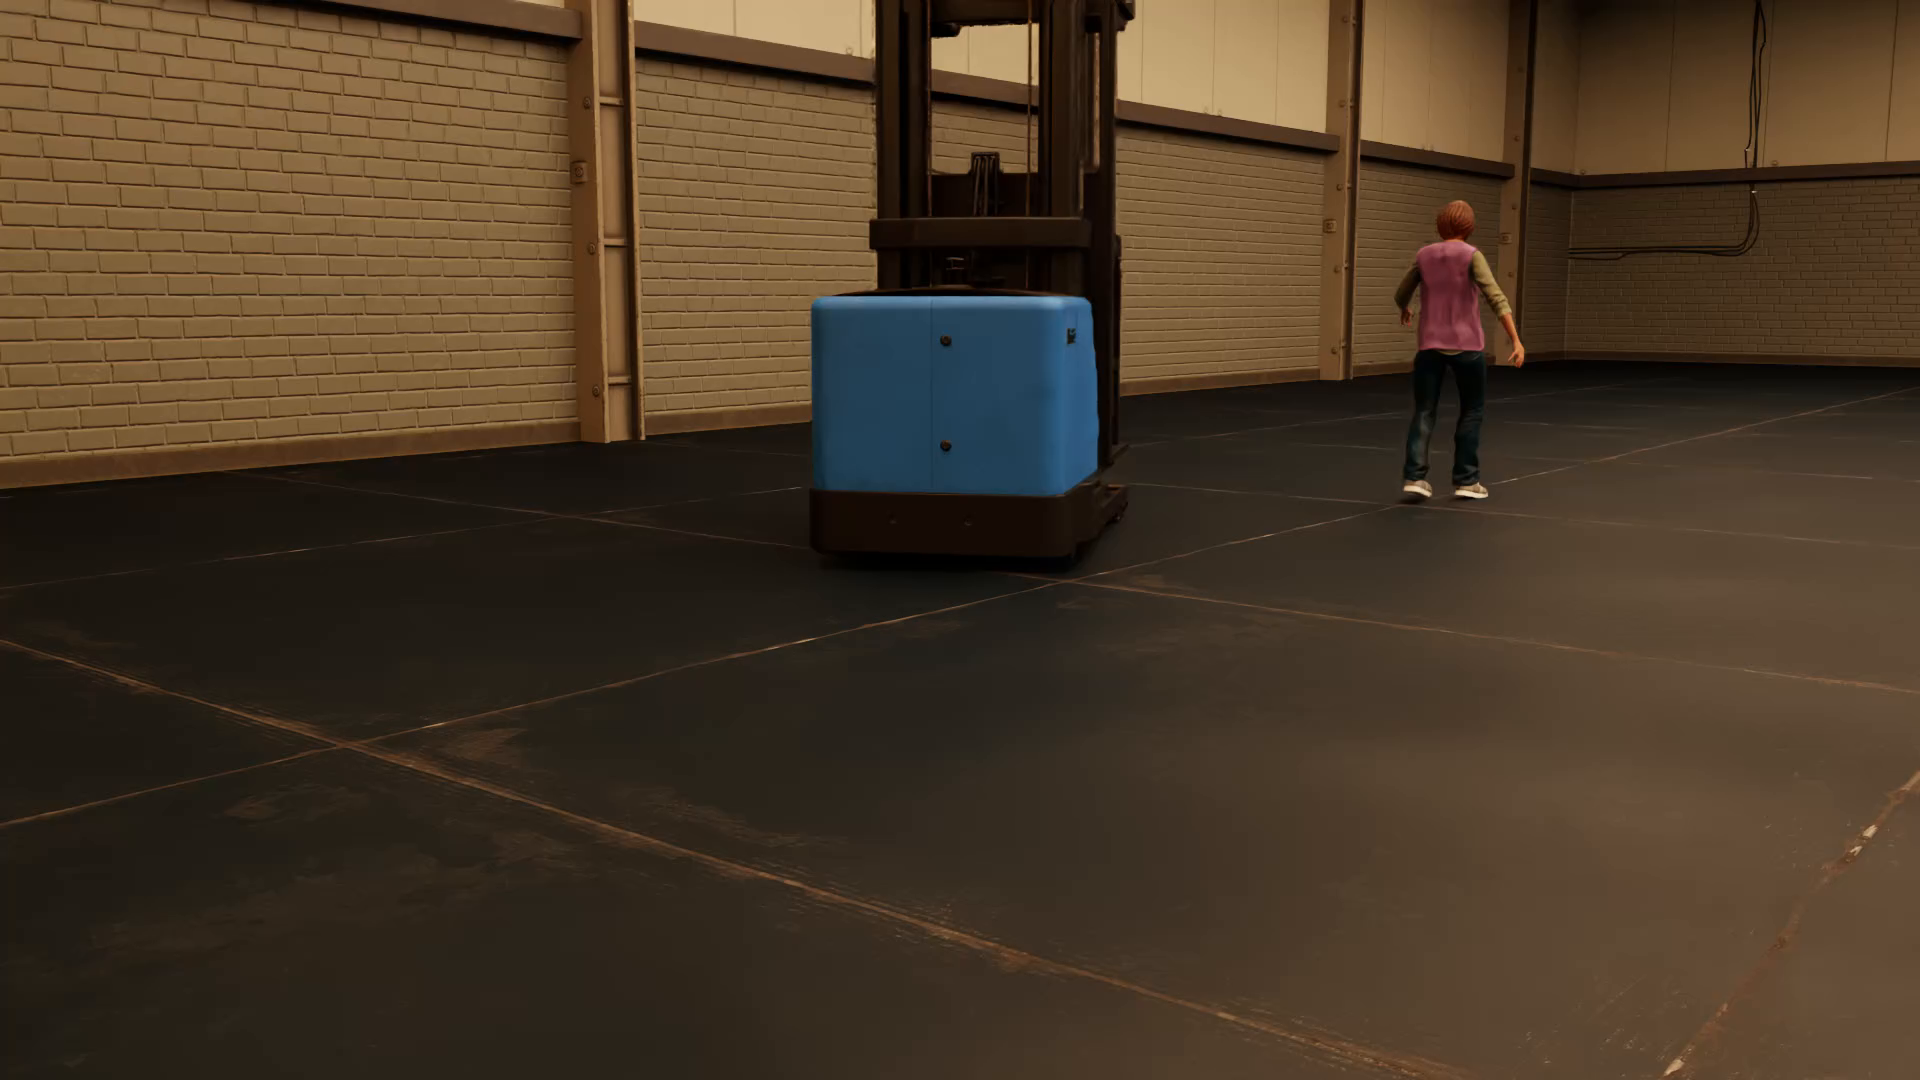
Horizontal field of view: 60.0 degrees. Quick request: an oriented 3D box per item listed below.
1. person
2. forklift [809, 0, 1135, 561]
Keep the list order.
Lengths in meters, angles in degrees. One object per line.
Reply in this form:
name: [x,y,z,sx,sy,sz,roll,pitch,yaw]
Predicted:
person: [2.610,-0.989,8.777,0.812,1.579,0.703,6,10,35]
forklift: [0.215,-1.537,7.787,1.130,2.935,3.031,2,9,12]
